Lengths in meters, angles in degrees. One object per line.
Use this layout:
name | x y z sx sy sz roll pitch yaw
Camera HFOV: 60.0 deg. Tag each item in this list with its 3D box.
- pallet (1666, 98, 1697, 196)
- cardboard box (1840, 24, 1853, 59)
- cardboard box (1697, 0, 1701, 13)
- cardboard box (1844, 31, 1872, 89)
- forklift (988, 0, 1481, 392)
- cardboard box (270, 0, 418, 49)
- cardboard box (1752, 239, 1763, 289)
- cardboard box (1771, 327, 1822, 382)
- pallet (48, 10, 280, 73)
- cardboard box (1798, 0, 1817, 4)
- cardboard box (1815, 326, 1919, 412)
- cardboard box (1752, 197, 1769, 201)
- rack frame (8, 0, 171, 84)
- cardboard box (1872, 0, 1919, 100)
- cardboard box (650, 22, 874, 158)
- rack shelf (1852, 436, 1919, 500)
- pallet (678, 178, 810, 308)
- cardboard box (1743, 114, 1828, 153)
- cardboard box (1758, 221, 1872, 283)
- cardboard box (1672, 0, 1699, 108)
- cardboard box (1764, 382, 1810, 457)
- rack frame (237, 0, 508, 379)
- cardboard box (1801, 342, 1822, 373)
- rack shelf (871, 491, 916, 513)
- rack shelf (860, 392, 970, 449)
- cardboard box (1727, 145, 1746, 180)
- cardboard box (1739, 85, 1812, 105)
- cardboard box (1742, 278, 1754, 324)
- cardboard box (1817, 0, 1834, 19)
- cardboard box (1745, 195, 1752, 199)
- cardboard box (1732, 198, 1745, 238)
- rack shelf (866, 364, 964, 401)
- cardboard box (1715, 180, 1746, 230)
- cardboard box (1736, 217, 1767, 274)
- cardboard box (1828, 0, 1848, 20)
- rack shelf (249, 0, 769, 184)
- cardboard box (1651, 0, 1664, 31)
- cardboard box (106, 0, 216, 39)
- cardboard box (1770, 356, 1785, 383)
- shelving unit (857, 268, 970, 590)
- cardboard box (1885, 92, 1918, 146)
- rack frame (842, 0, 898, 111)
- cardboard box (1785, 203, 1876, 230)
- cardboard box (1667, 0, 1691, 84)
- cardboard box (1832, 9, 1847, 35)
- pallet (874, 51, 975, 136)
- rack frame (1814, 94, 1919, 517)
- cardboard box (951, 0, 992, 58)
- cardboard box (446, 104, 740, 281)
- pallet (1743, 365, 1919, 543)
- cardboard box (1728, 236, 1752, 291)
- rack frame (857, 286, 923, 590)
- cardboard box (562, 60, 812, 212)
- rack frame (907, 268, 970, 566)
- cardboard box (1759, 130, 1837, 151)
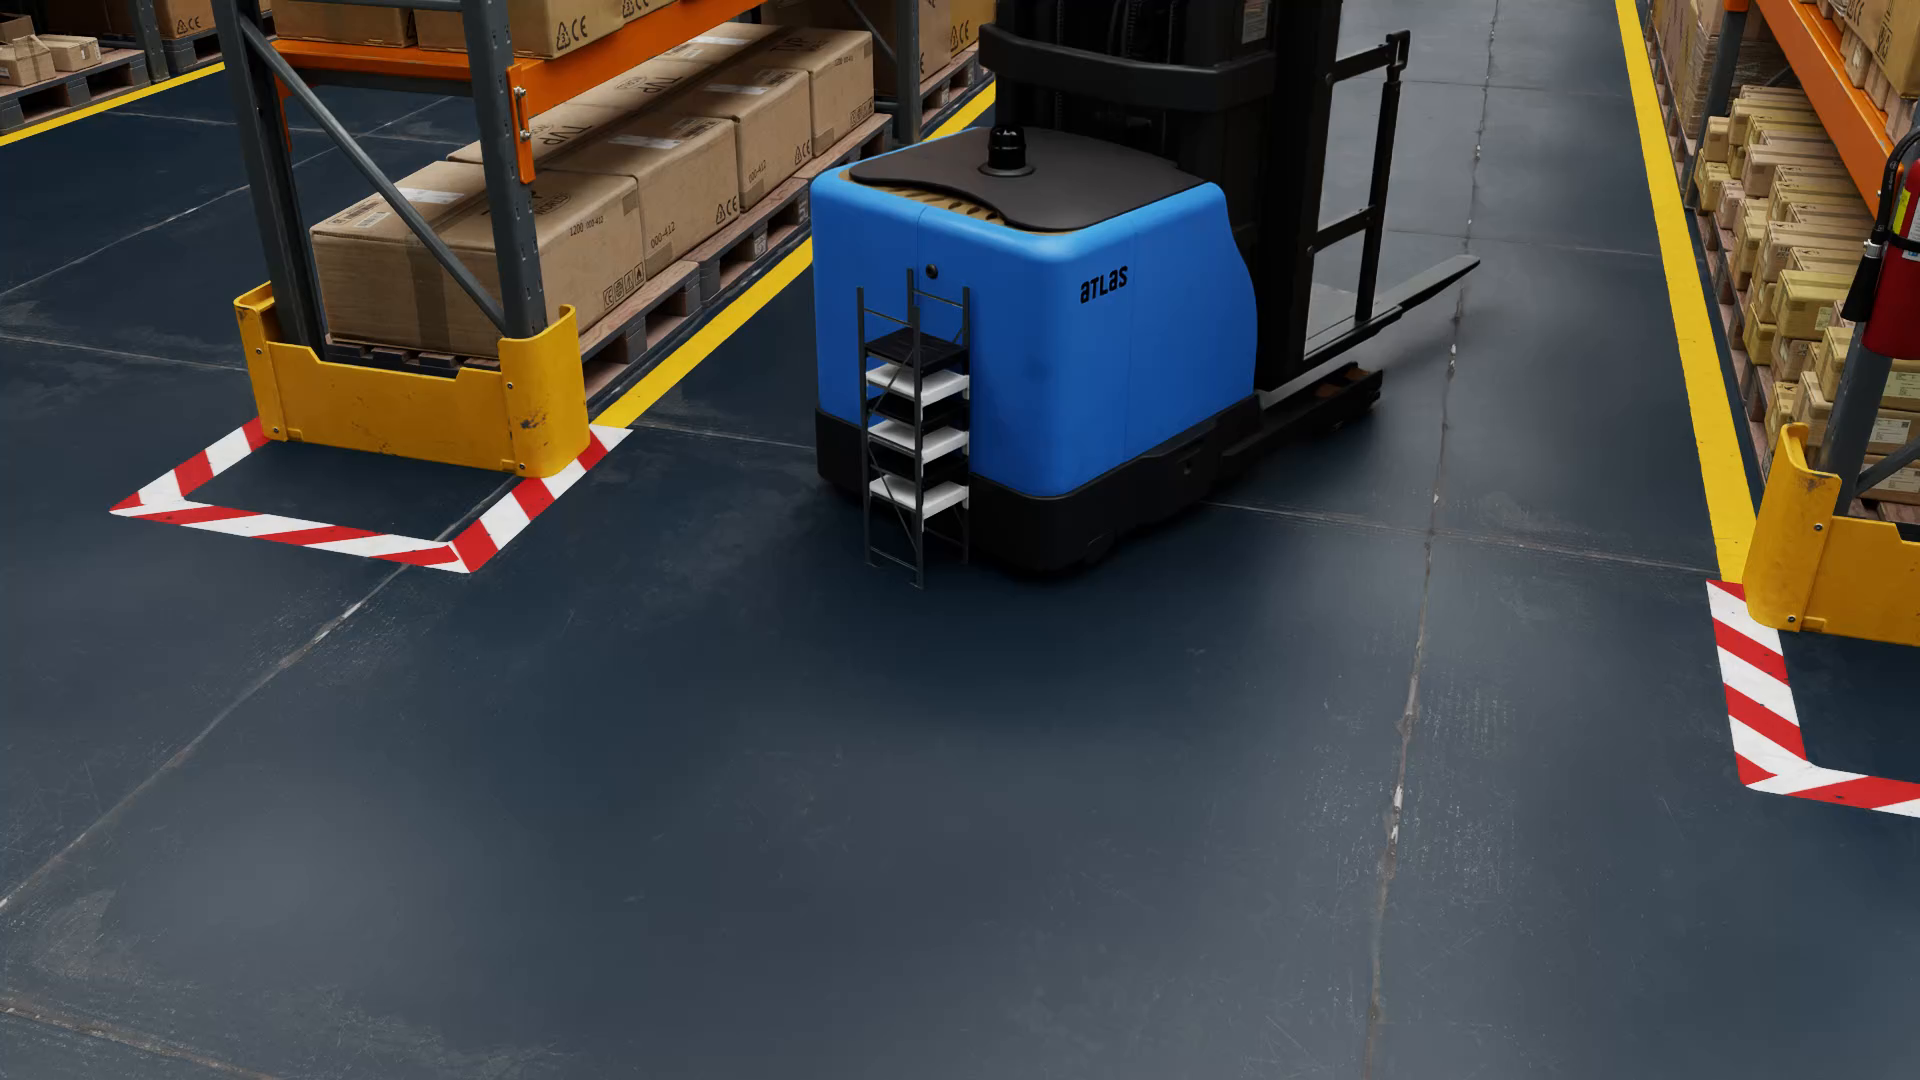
pallet | 4.276 -2.027 8.677 1.003 0.211 1.213 8 30 15
cardboard box | 3.027 -1.576 5.256 0.380 0.149 0.250 7 30 13
cardboard box | 4.190 -2.922 8.785 0.500 0.250 0.500 10 31 17
cardboard box | 2.921 -1.458 5.043 0.380 0.149 0.250 9 30 16
forklift | -1.198 -3.980 7.046 7.407 5.209 9.711 24 37 36
cardboard box | -1.998 -1.990 5.639 0.500 0.500 0.500 9 30 15
cardboard box | 3.141 -0.979 6.120 0.380 0.149 0.250 10 31 17
cardboard box | 2.908 -0.620 5.474 0.380 0.149 0.250 7 30 13
pallet | -5.256 -3.415 11.171 1.003 0.211 1.213 8 30 15
cardboard box | 3.313 -2.070 6.144 0.380 0.149 0.250 10 31 17
cardboard box | 2.788 -0.505 4.960 0.380 0.149 0.250 9 30 15
cardboard box | 3.426 -1.330 6.751 0.380 0.149 0.250 10 31 17
rack frame | -5.459 -4.250 9.804 1.000 3.000 0.127 8 30 15
cardboard box | 2.761 -1.444 4.352 0.500 0.500 0.500 9 30 16
cardboard box | -0.999 -2.331 8.558 0.875 0.438 0.875 8 30 14
rack shelf | 2.878 -1.024 4.006 0.949 2.616 0.053 8 30 15
pallet | -1.367 -1.414 7.574 1.003 0.211 1.213 8 30 15
cardboard box | 3.585 -1.707 7.121 0.392 0.149 0.269 10 30 17
cardboard box | 3.034 -0.996 5.843 0.380 0.149 0.250 10 31 17
cardboard box | 4.177 -2.593 8.965 0.500 0.500 0.500 8 30 14
cardboard box | 2.809 -0.371 5.332 0.380 0.149 0.250 9 30 16
rack frame | -1.890 -1.685 5.193 0.949 2.616 0.053 8 30 15
cardboard box | 2.885 -0.492 5.244 0.380 0.149 0.250 8 30 14
rack shelf | -0.132 -0.145 4.993 0.199 0.015 0.184 24 37 36
rack shelf | -0.132 -0.368 4.869 0.258 0.077 0.200 24 37 36
cardboard box | 3.648 -1.698 7.412 0.380 0.149 0.250 9 30 15
cardboard box | 3.750 -1.951 7.560 0.380 0.149 0.250 10 31 17
cardboard box | 3.143 -0.850 6.192 0.380 0.149 0.250 9 30 16
cardboard box | 3.279 -1.939 5.908 0.380 0.149 0.250 10 31 17
cardboard box | 3.529 -1.455 6.974 0.380 0.149 0.250 7 30 12
cardboard box | 3.507 -1.326 7.050 0.380 0.149 0.250 8 30 14
rack shelf | 6.174 -3.939 7.547 4.033 3.443 14.716 24 37 36
cardboard box | 3.534 -1.452 7.274 0.380 0.149 0.250 8 30 15
cardboard box | 3.195 -1.111 6.357 0.380 0.149 0.250 9 30 15
cardboard box | 3.057 -1.920 5.207 0.500 0.500 0.500 9 30 15
rack shelf | -1.299 -2.299 7.038 1.077 0.370 4.000 8 30 15
cardboard box | 1.953 -3.419 8.815 4.865 2.090 5.455 9 30 16
cardboard box | -5.101 -3.534 10.656 0.500 0.500 0.500 10 31 17
cardboard box | 3.029 -0.598 5.740 0.380 0.149 0.250 9 30 15
shelving unit | 6.164 -3.677 7.697 4.052 4.048 14.726 24 37 36
cardboard box | 2.701 -1.107 4.413 0.380 0.149 0.250 9 30 15
rack frame | -0.716 -3.544 8.535 0.949 2.616 0.053 8 30 15
cardboard box | 15.729 -10.700 14.693 18.148 8.504 30.398 7 30 13
cardboard box | 4.331 -2.831 9.393 0.500 0.500 0.500 8 30 14
cardboard box | 3.225 -1.819 5.692 0.380 0.149 0.250 9 30 16
pallet | -0.558 -2.694 9.876 1.003 0.211 1.213 8 30 15
rack frame | 2.875 -1.025 4.007 1.000 3.000 0.127 8 30 15
cardboard box | -0.349 -3.519 10.243 0.875 0.875 0.875 9 30 16
cardboard box | -1.528 -1.496 7.057 0.875 0.438 0.875 9 30 16
pallet | 3.170 -0.214 5.418 1.003 0.211 1.213 8 30 15
cardboard box | 3.293 -1.089 6.623 0.380 0.149 0.250 8 30 14
rack frame | -0.200 -0.282 4.831 0.240 0.900 0.006 24 37 36
cardboard box | -1.261 -1.914 7.810 0.875 0.438 0.875 8 30 13
rack frame | -0.063 -0.355 4.963 0.240 0.900 0.006 24 37 36
cardboard box | 3.531 -1.582 6.898 0.380 0.149 0.250 8 30 14
